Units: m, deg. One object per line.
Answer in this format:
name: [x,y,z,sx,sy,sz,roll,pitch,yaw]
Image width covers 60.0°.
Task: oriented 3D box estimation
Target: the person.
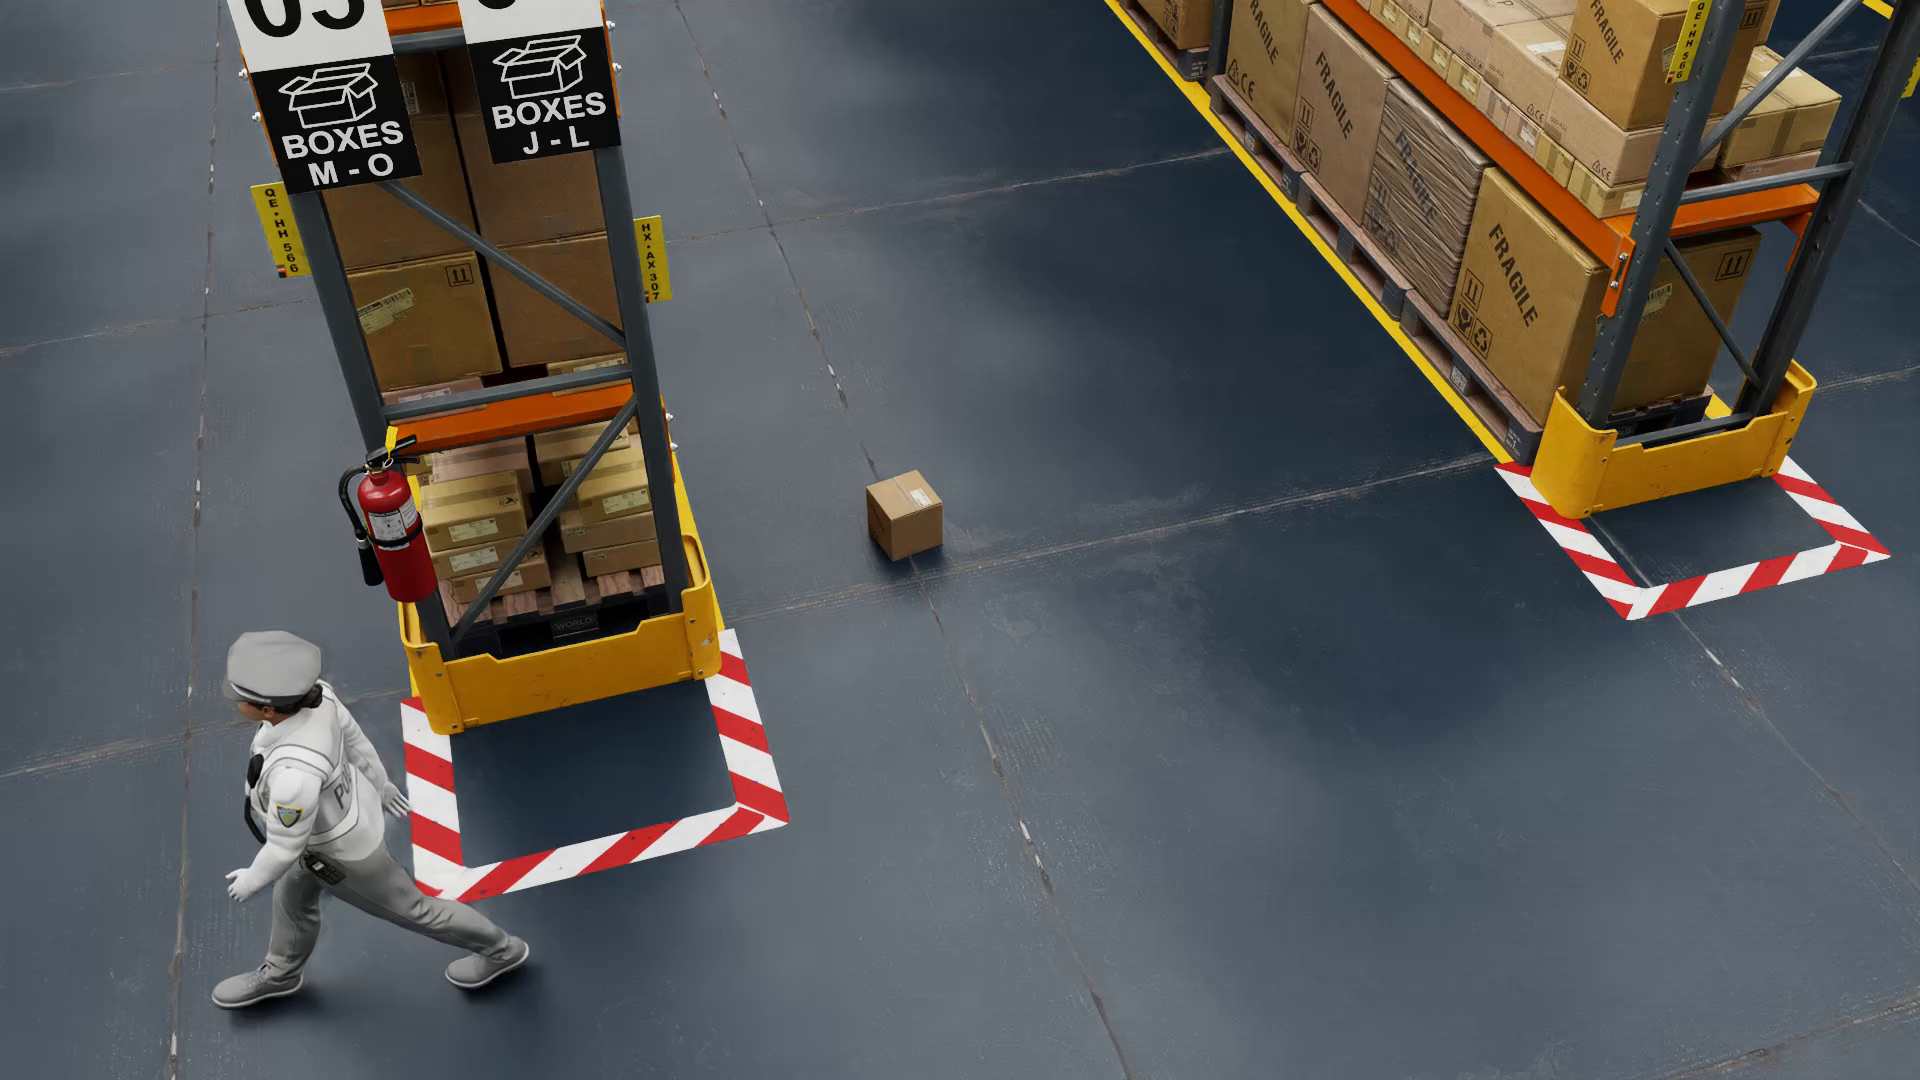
person: [-1.994,0.915,5.130,1.036,1.615,0.479,-13,44,-14]
